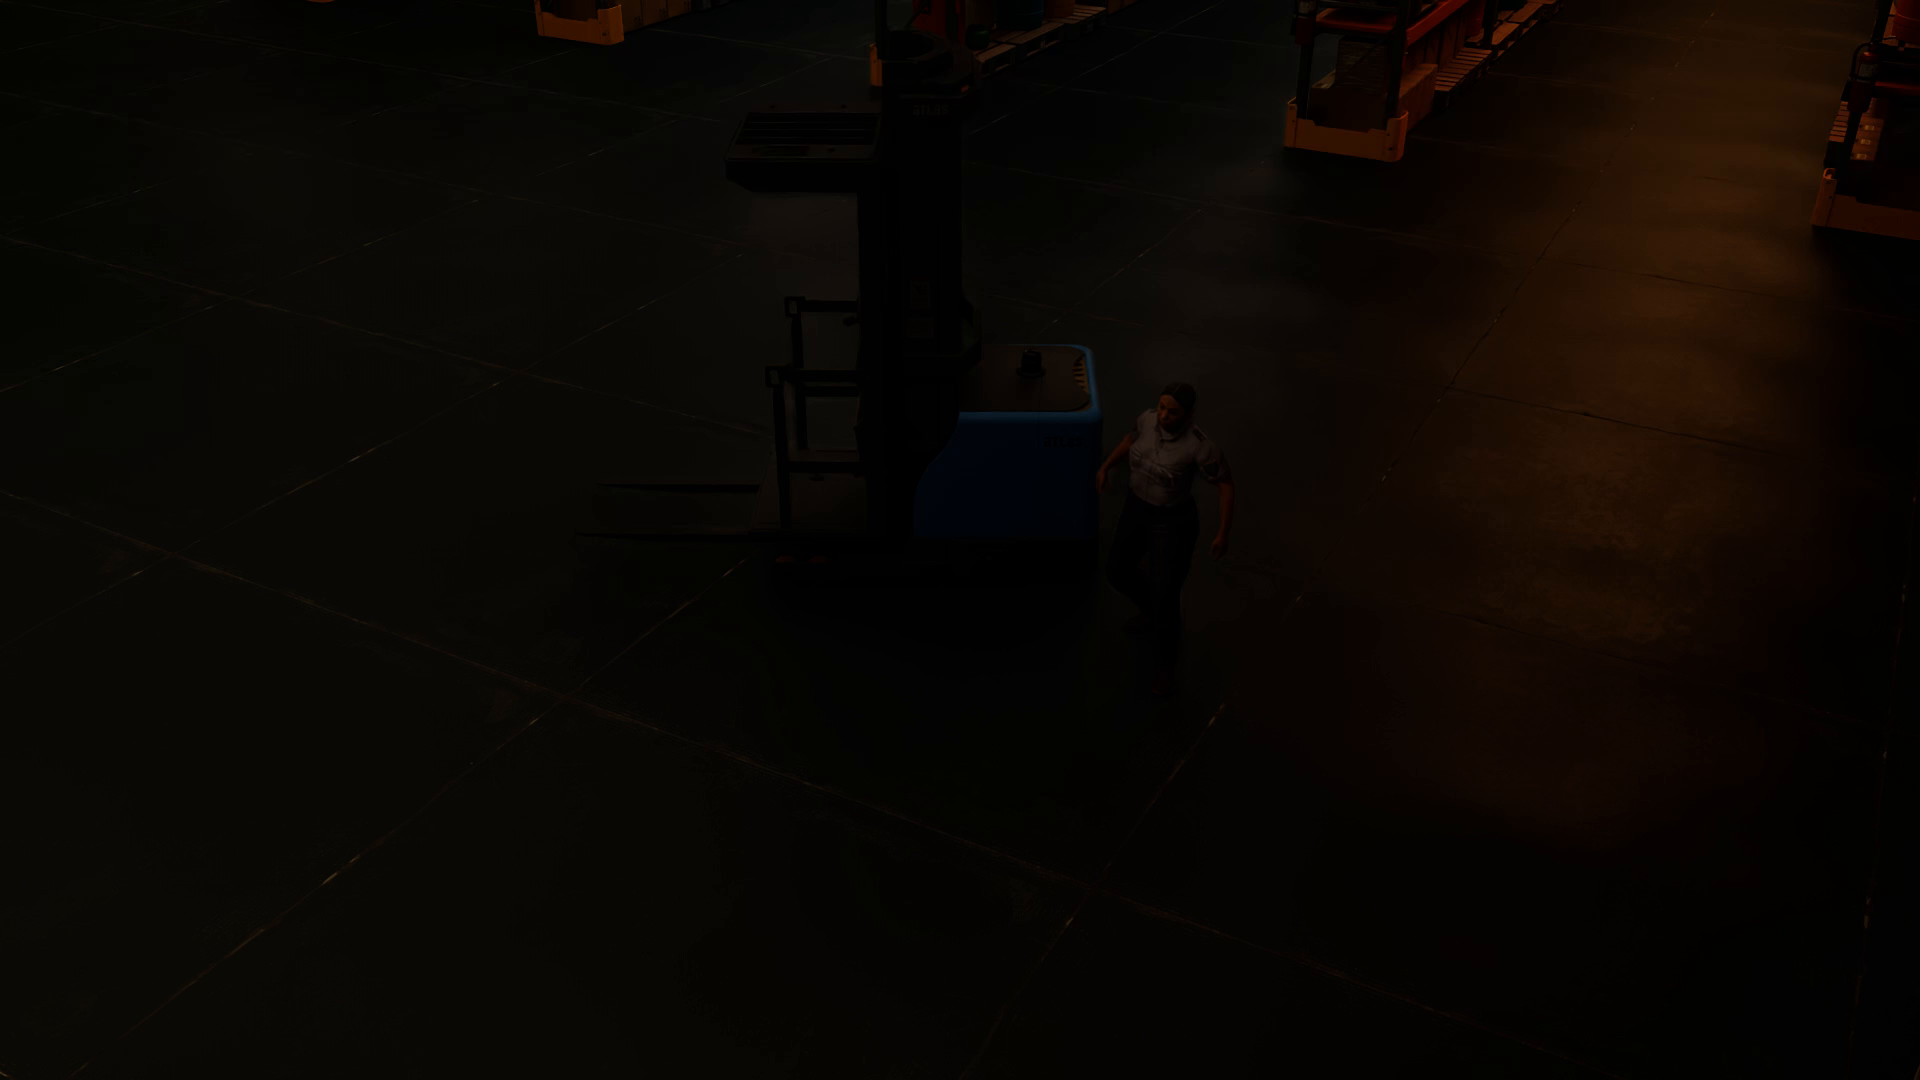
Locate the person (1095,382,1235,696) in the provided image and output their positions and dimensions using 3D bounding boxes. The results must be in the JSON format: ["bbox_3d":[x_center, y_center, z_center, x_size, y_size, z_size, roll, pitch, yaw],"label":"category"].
[{"bbox_3d":[0.988,-0.111,8.632,0.598,1.566,0.883,-22,37,-33],"label":"person"}]

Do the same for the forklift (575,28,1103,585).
[{"bbox_3d":[-0.710,-1.275,9.279,3.031,2.935,1.130,0,30,1],"label":"forklift"}]
